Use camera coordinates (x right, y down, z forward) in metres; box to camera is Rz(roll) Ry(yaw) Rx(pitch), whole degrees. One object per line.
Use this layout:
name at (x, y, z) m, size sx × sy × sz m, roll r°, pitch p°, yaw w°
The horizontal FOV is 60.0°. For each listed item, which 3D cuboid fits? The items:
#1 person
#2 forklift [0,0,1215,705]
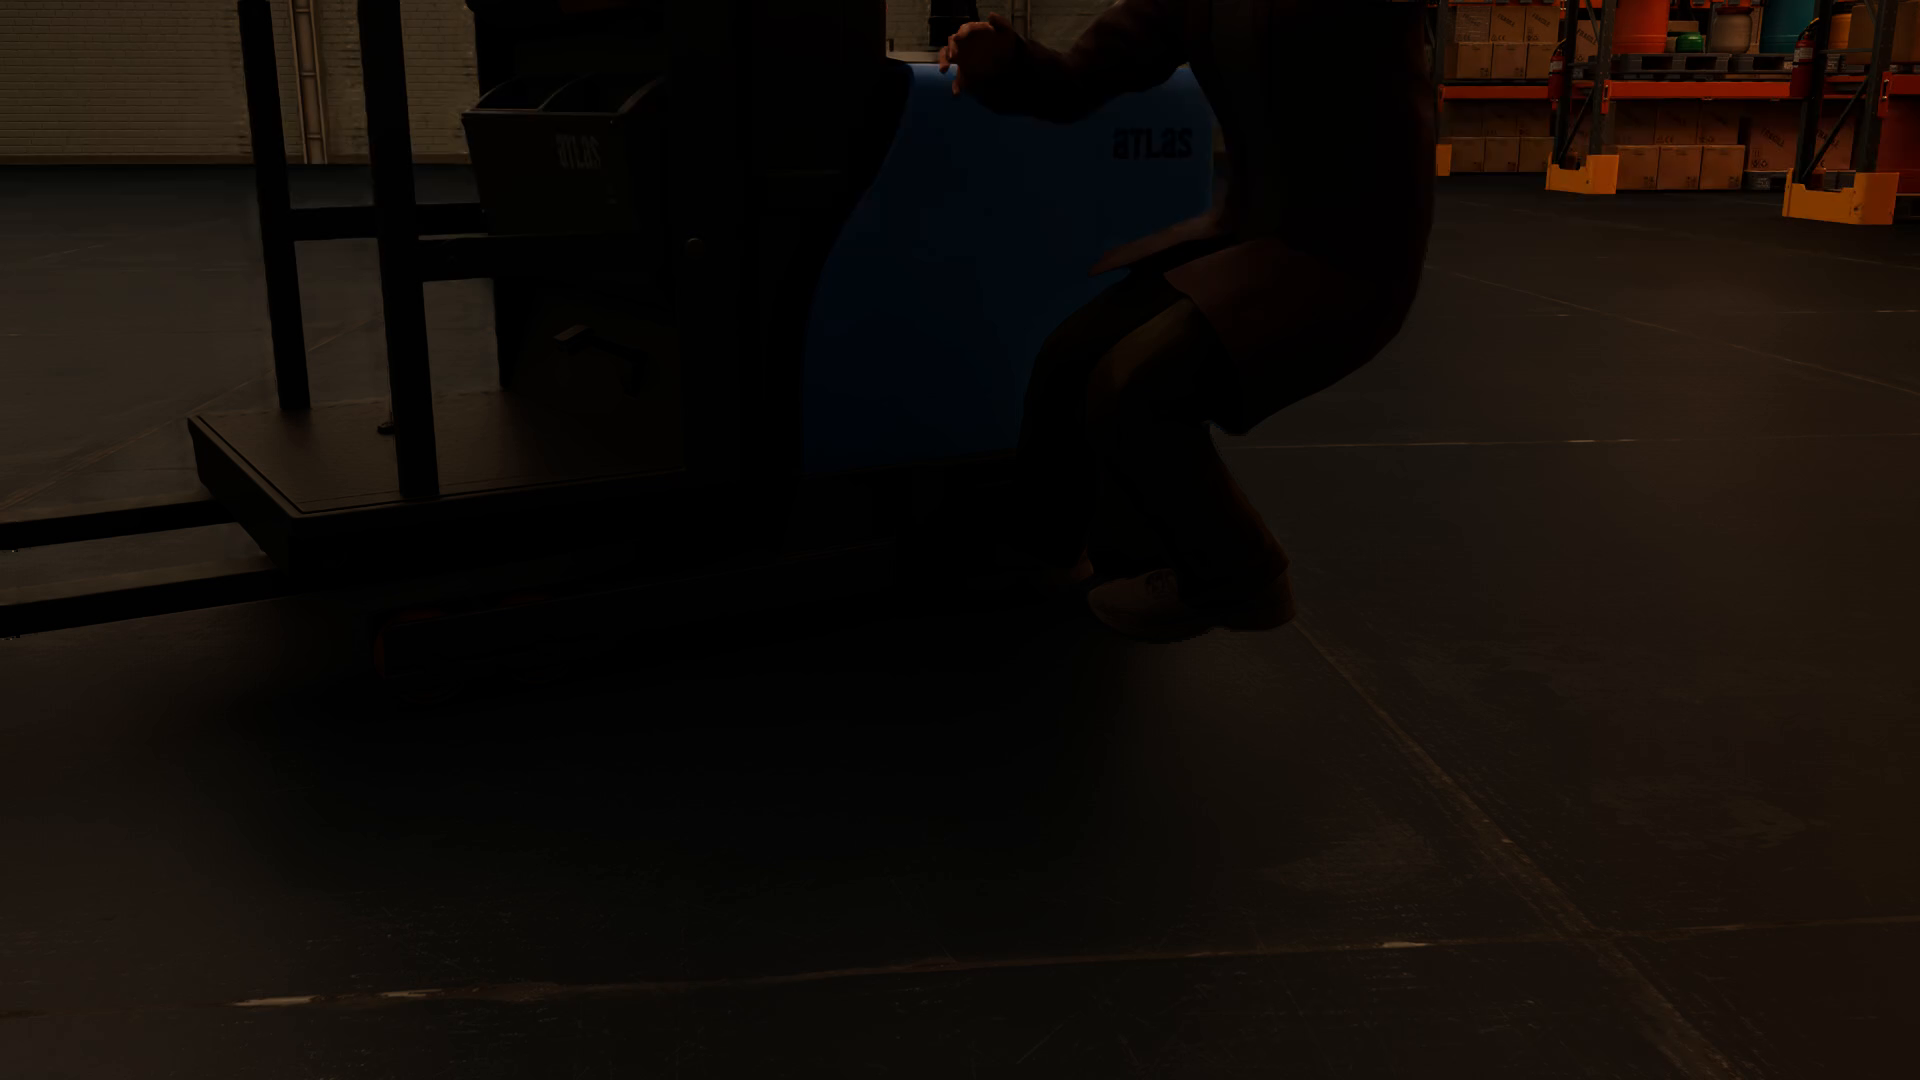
person at (0.385, -0.451, 2.677) m, size 0.822 × 1.490 × 1.673 m, roll -7°, pitch 16°, yaw -26°
forklift at (-0.955, -1.287, 3.065) m, size 3.031 × 2.935 × 1.130 m, roll -9°, pitch 17°, yaw -31°
